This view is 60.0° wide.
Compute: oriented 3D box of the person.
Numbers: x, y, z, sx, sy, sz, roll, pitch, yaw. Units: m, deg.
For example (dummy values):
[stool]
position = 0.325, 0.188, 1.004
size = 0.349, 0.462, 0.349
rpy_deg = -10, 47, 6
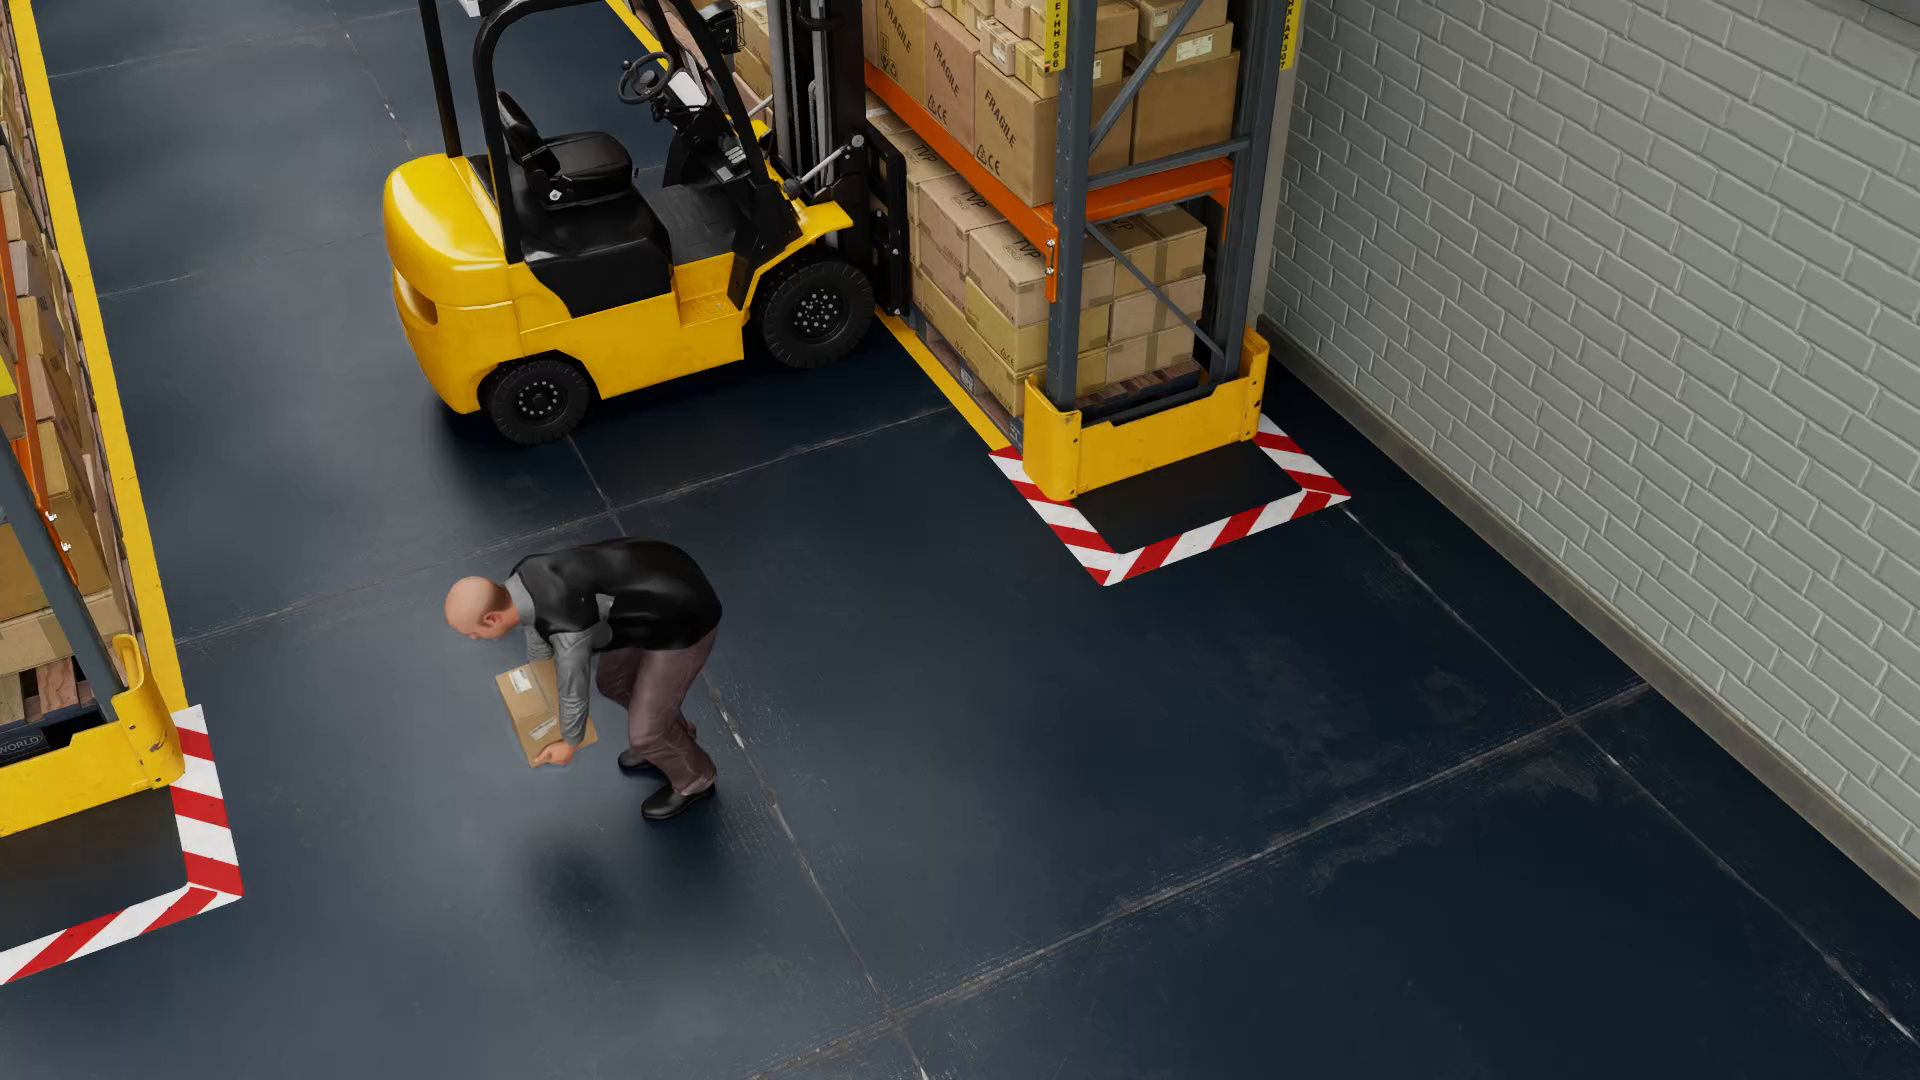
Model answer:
[person]
position = -1.285, 0.502, 5.941
size = 0.908, 1.276, 0.475
rpy_deg = -20, 45, -22
